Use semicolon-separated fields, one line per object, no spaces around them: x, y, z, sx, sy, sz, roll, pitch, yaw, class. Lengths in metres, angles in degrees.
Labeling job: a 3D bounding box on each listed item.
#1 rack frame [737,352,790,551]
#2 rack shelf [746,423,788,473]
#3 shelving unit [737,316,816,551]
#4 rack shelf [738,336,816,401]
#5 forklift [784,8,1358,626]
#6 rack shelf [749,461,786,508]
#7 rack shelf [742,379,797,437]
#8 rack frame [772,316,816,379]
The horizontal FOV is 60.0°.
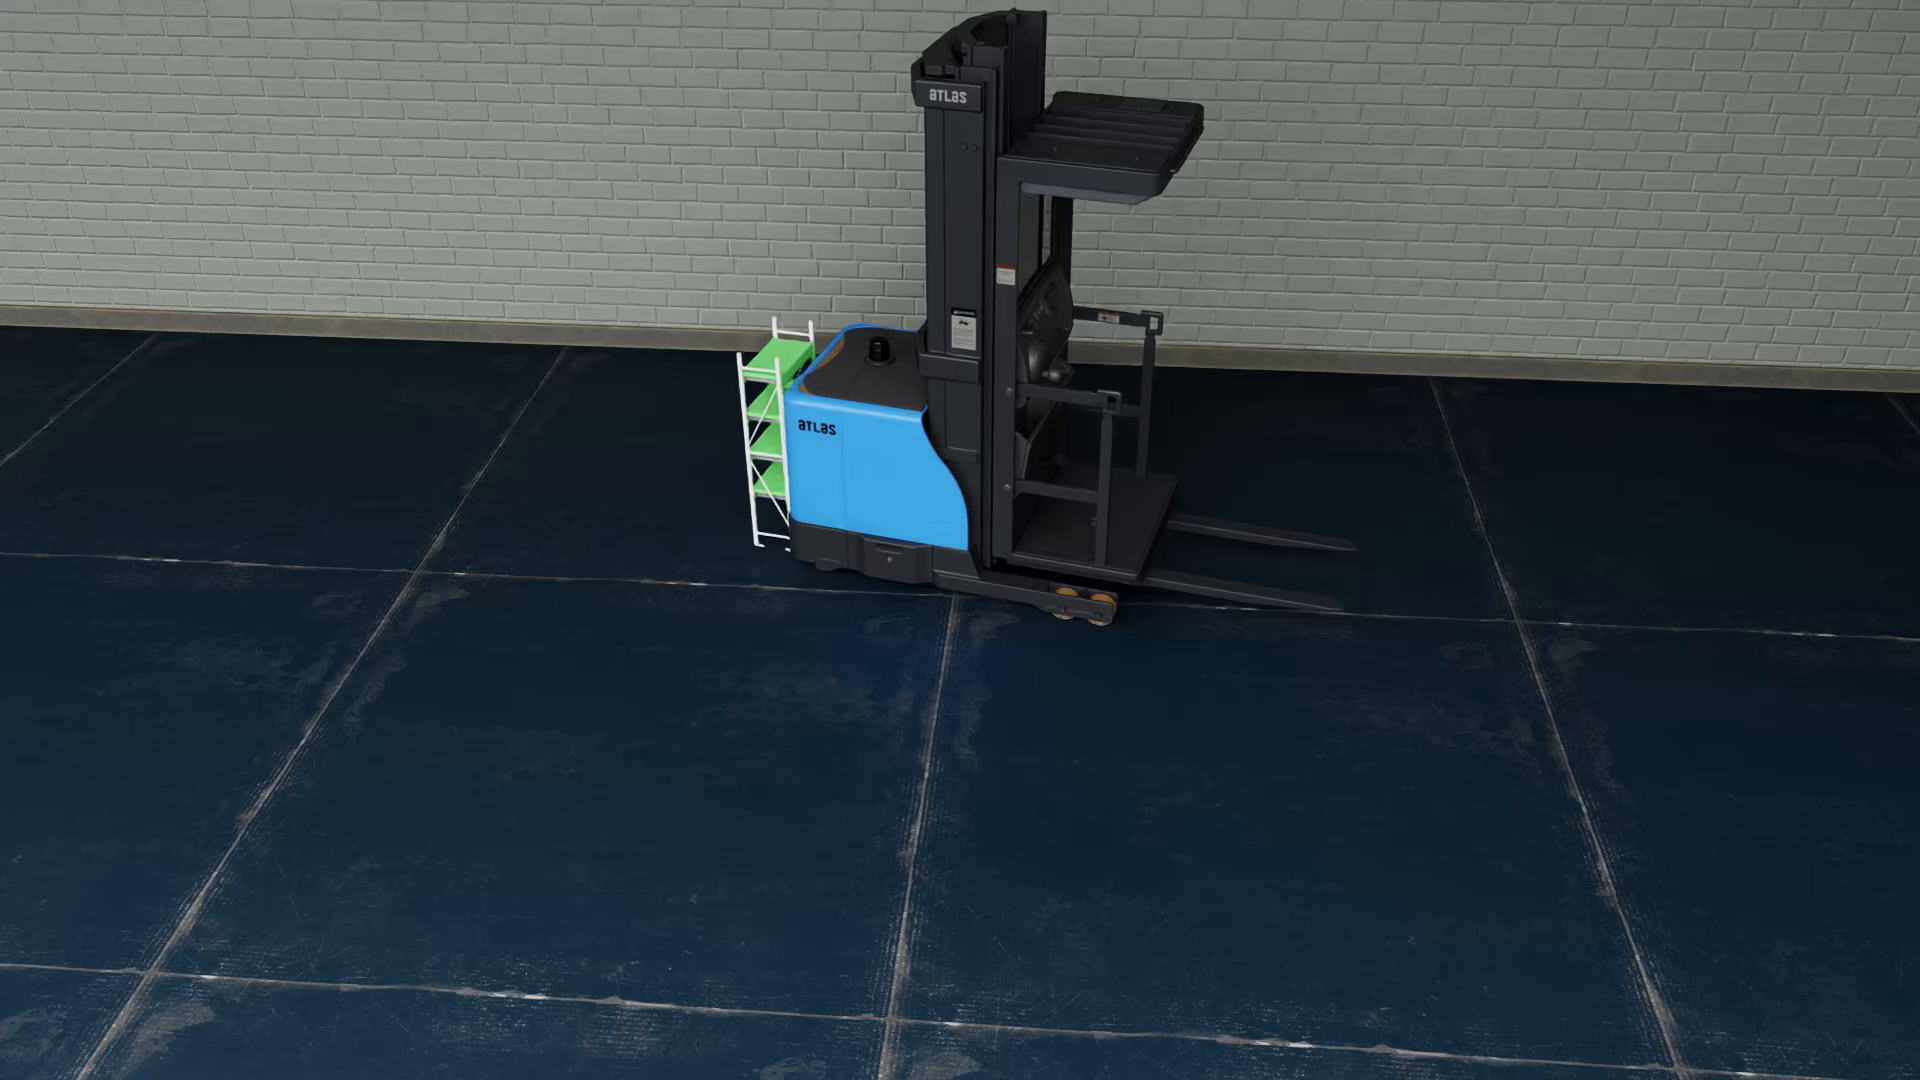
-1.064;-0.468;9.142;0.240;1.200;0.015;8;33;15;rack frame
-0.991;-0.536;9.374;0.258;0.148;0.480;8;33;15;rack shelf
-0.992;-0.591;9.341;0.258;1.200;0.503;8;33;15;shelving unit
-0.998;-0.946;9.124;0.258;0.148;0.480;8;33;15;rack shelf
0.628;-1.108;8.535;3.031;2.935;1.130;9;33;15;forklift
-0.987;-0.331;9.499;0.258;0.148;0.480;8;33;15;rack shelf
-0.995;-0.741;9.249;0.258;0.148;0.480;8;33;15;rack shelf
-0.920;-0.713;9.539;0.240;1.200;0.015;8;33;15;rack frame
